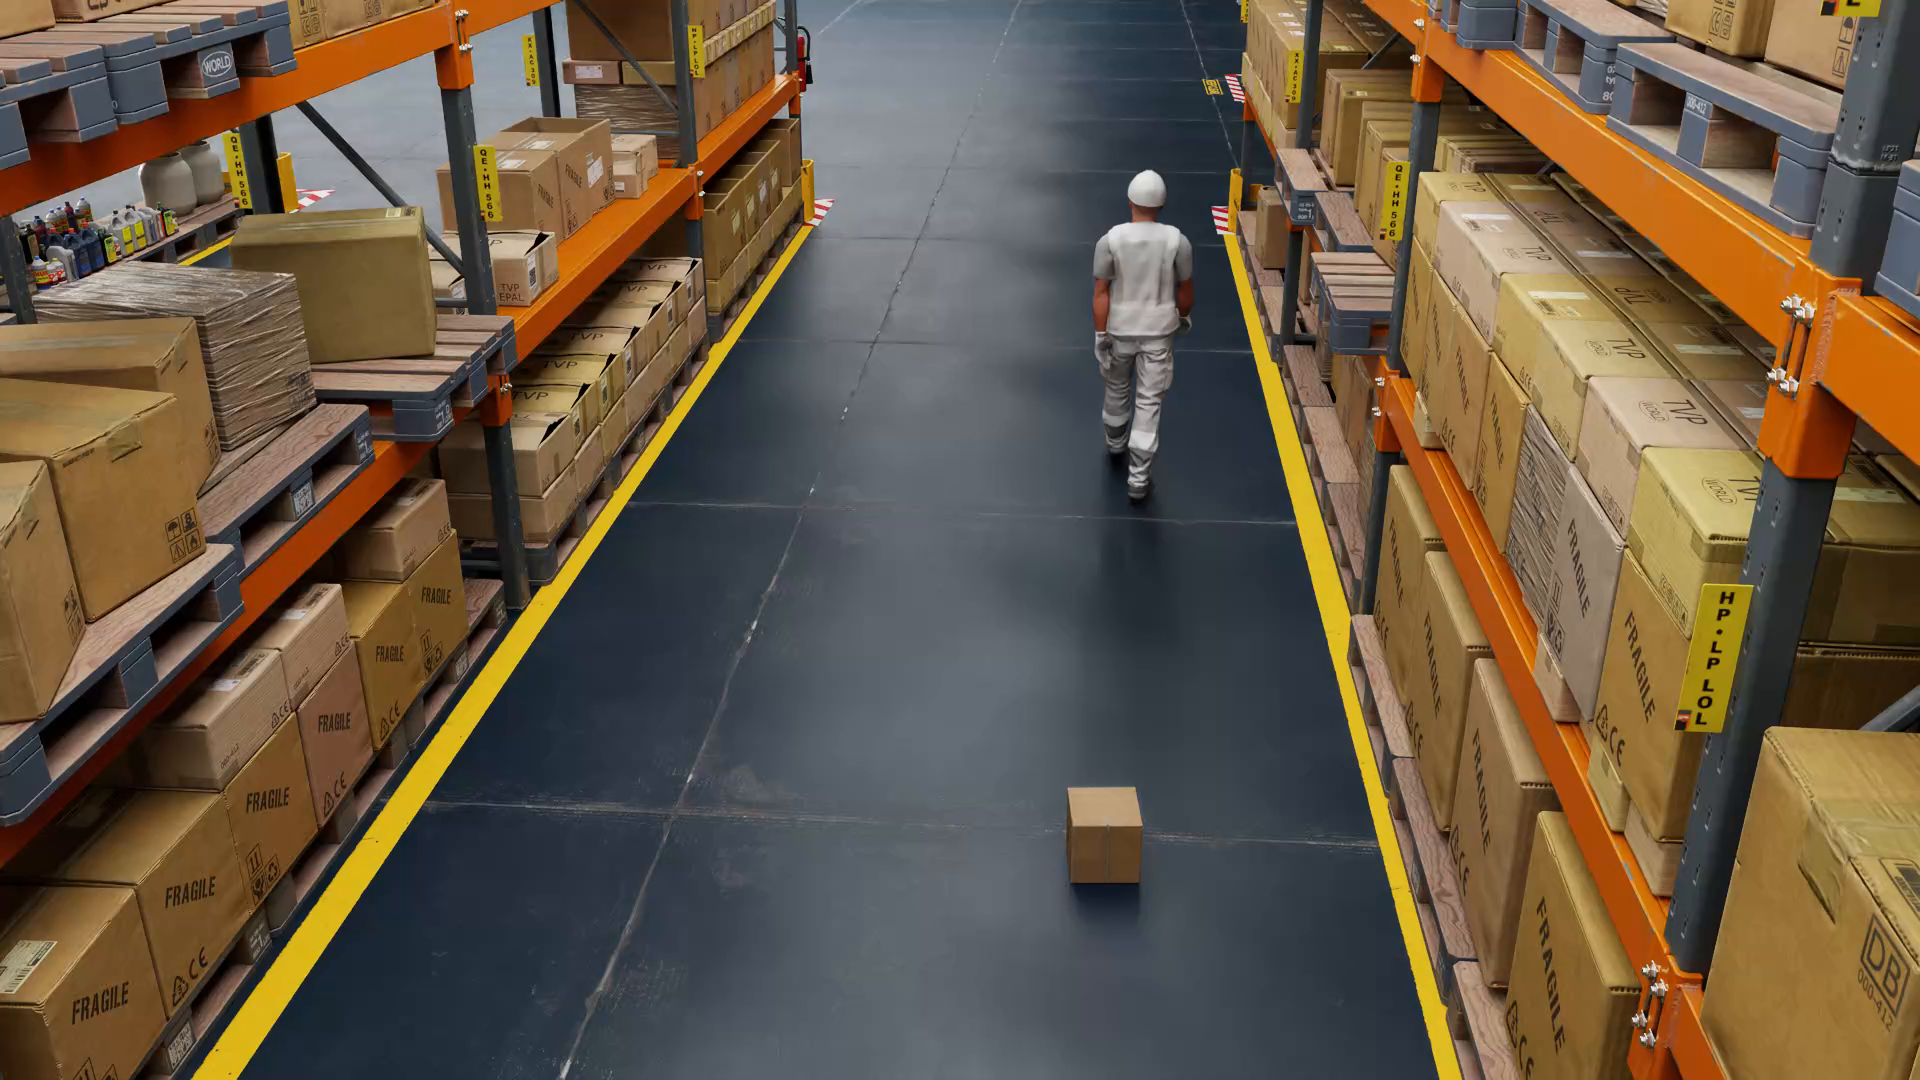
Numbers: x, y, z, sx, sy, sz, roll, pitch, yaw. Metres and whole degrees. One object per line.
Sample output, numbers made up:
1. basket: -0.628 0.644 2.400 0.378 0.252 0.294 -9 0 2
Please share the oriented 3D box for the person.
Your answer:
1. person: 1.013 -1.201 9.192 0.539 1.738 0.962 4 25 9
